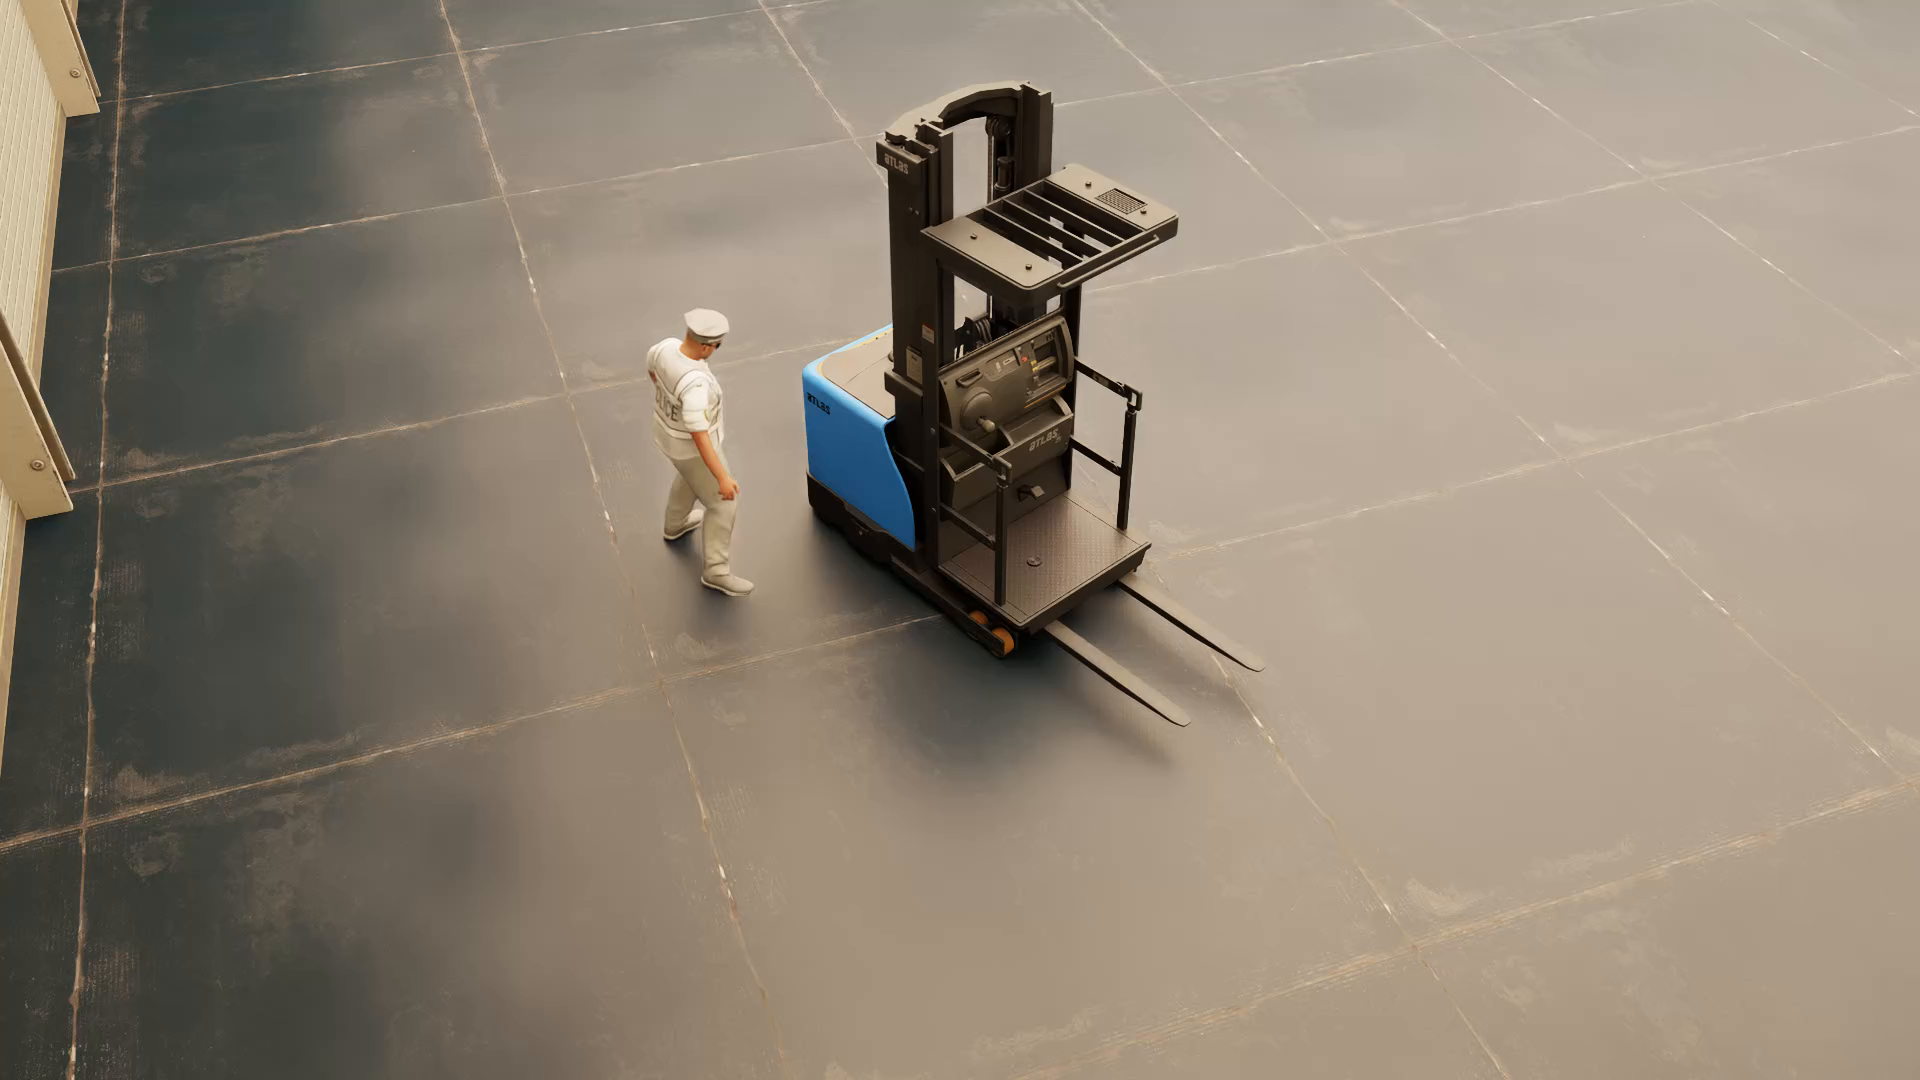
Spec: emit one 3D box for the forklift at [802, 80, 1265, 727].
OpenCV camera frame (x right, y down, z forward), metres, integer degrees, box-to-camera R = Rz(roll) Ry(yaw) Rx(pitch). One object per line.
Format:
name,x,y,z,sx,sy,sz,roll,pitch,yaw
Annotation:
forklift,0.409,-0.833,8.988,1.130,2.935,3.031,-30,49,-31

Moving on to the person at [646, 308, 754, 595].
person,-1.521,-0.571,9.664,0.451,1.710,0.951,-22,45,-24
